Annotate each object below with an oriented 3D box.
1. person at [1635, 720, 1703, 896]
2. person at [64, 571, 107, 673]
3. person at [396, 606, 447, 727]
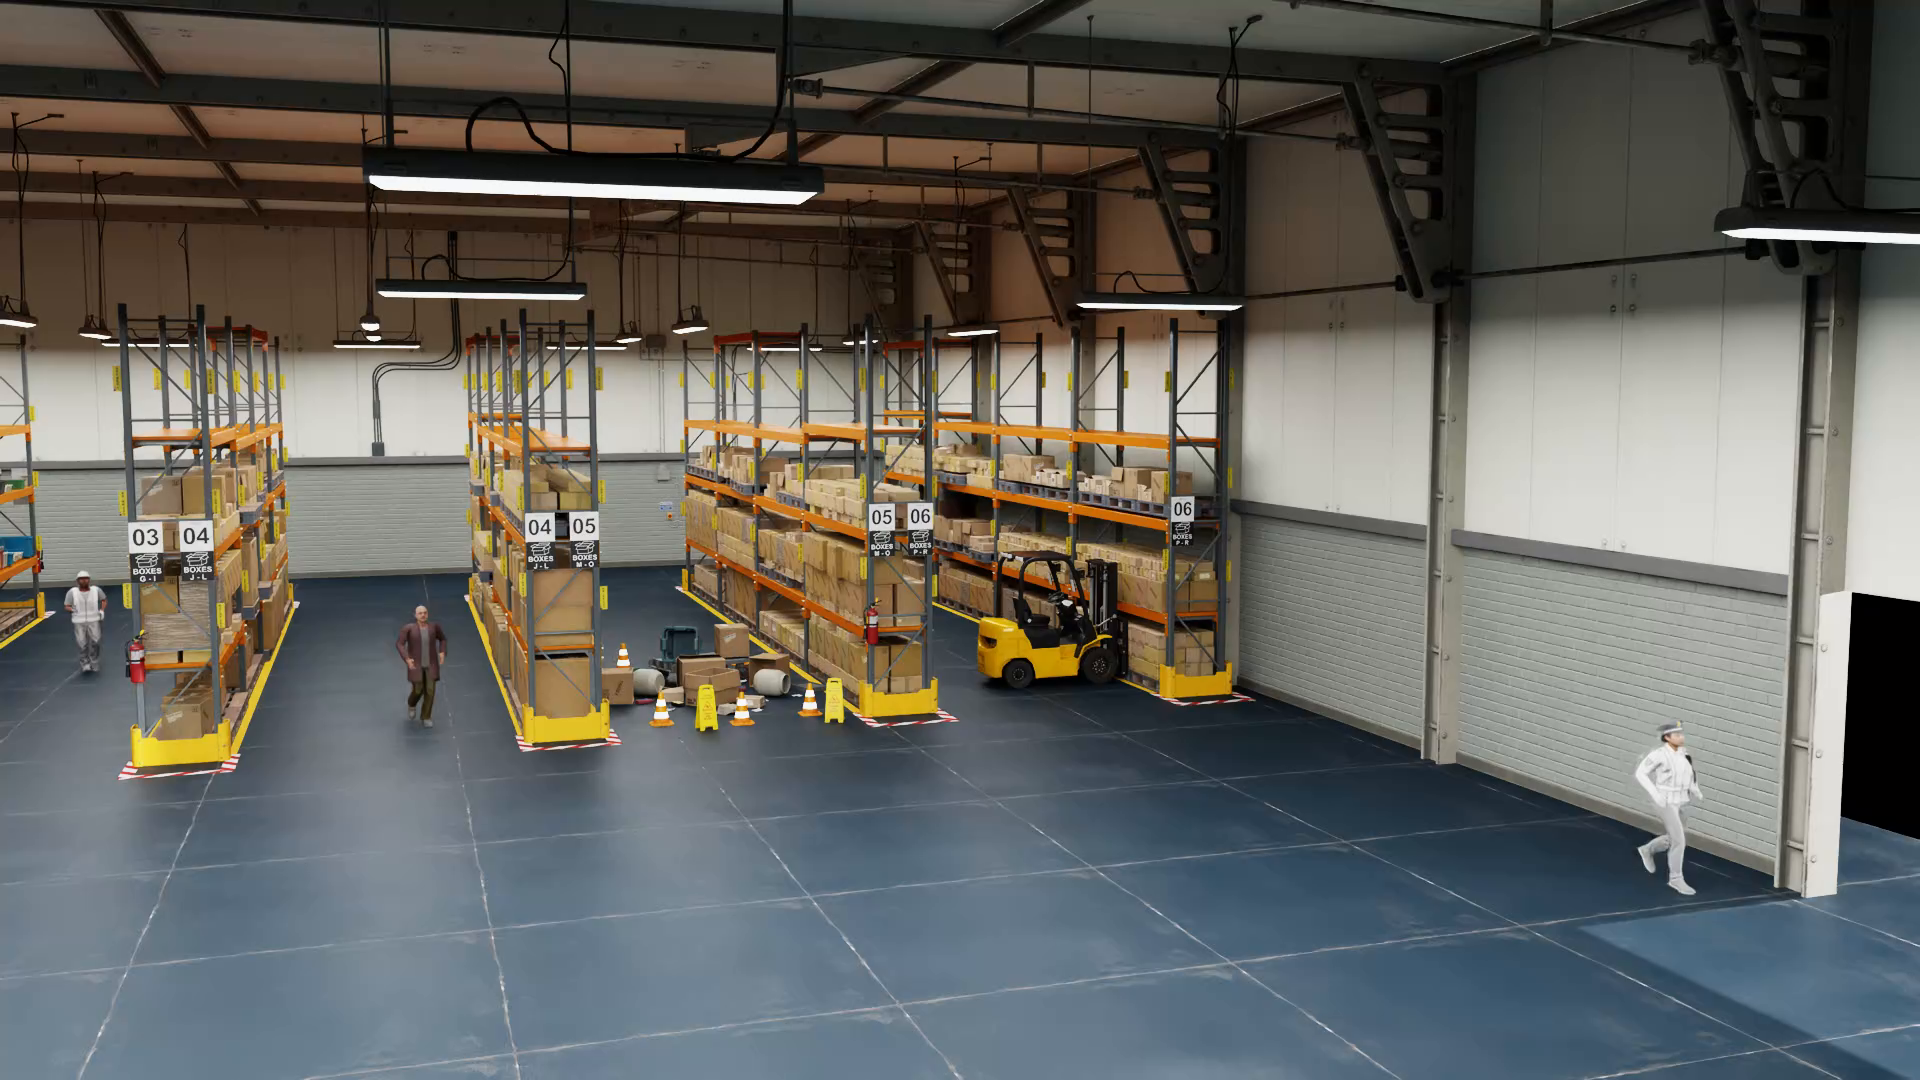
[{"bbox_3d":[7.009,2.604,16.509,0.635,1.692,0.754,-3,6,-26],"label":"person"},{"bbox_3d":[-14.967,1.420,28.511,0.662,1.767,0.633,-3,6,-30],"label":"person"},{"bbox_3d":[-7.873,1.830,24.373,0.736,1.755,0.683,-3,6,-32],"label":"person"}]
